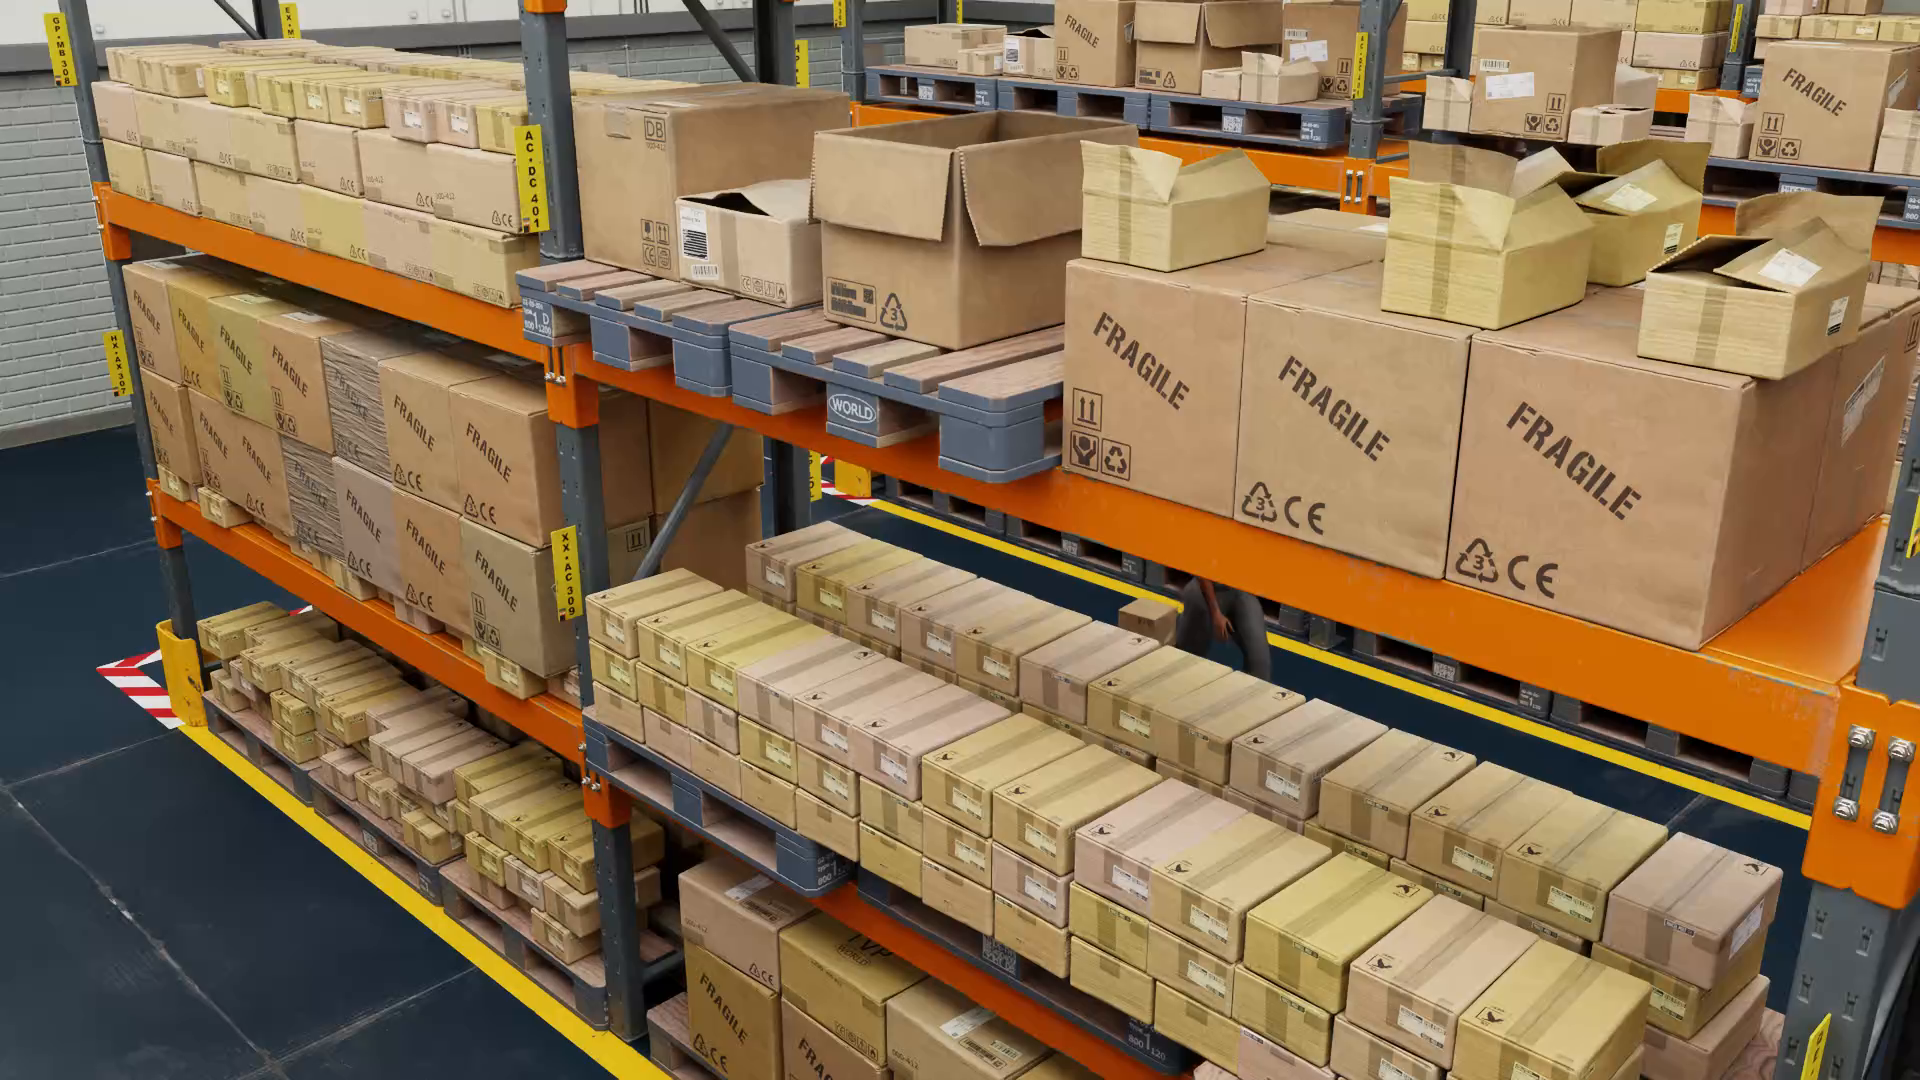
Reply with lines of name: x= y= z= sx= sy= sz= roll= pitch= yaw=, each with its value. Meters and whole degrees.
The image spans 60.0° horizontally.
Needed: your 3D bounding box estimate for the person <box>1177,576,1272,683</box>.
person: x=1.278 y=0.260 z=8.425 sx=0.492 sy=1.599 sz=1.001 roll=-18 pitch=27 yaw=-39
